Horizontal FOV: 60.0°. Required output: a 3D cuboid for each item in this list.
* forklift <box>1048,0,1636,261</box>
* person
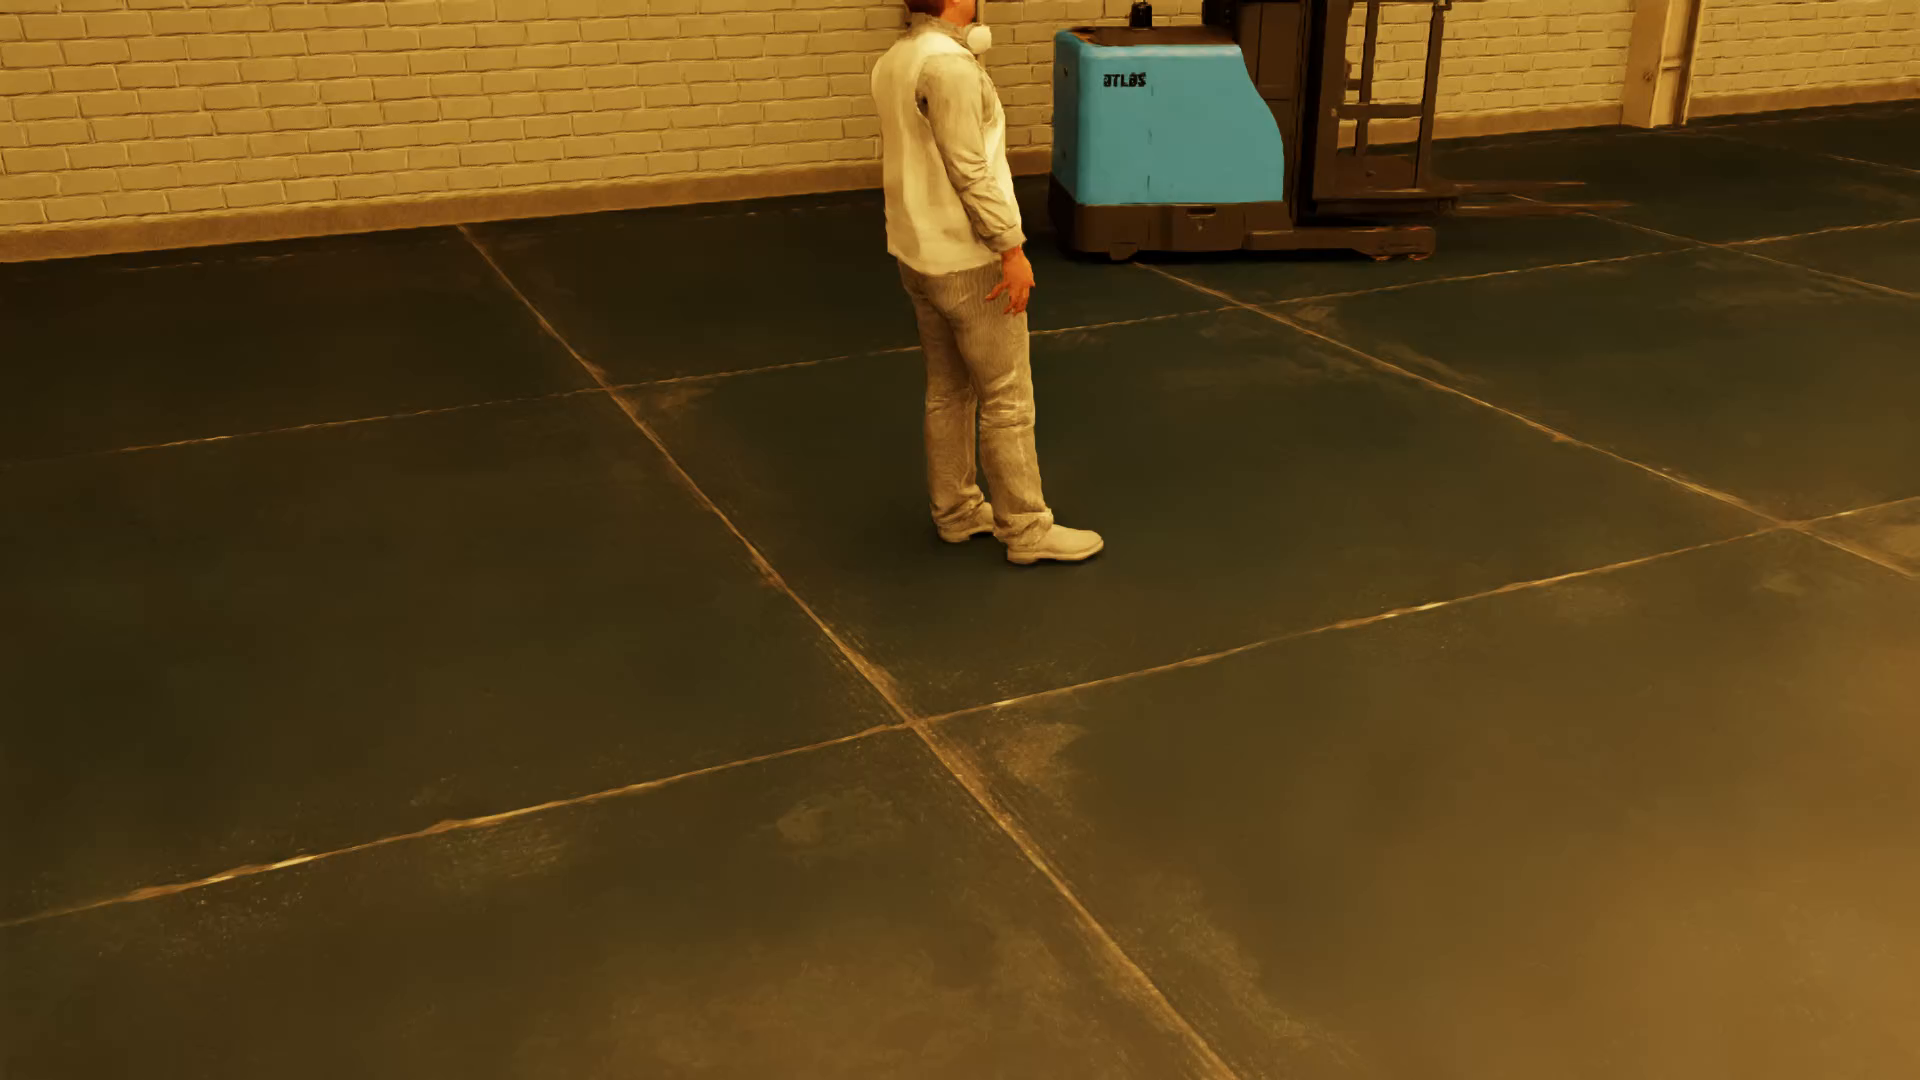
[{"bbox_3d":[2.039,-2.995,8.497,3.031,2.935,1.130,-2,23,-5],"label":"forklift"},{"bbox_3d":[0.060,-0.833,4.781,0.567,1.773,0.632,-10,25,-23],"label":"person"}]
